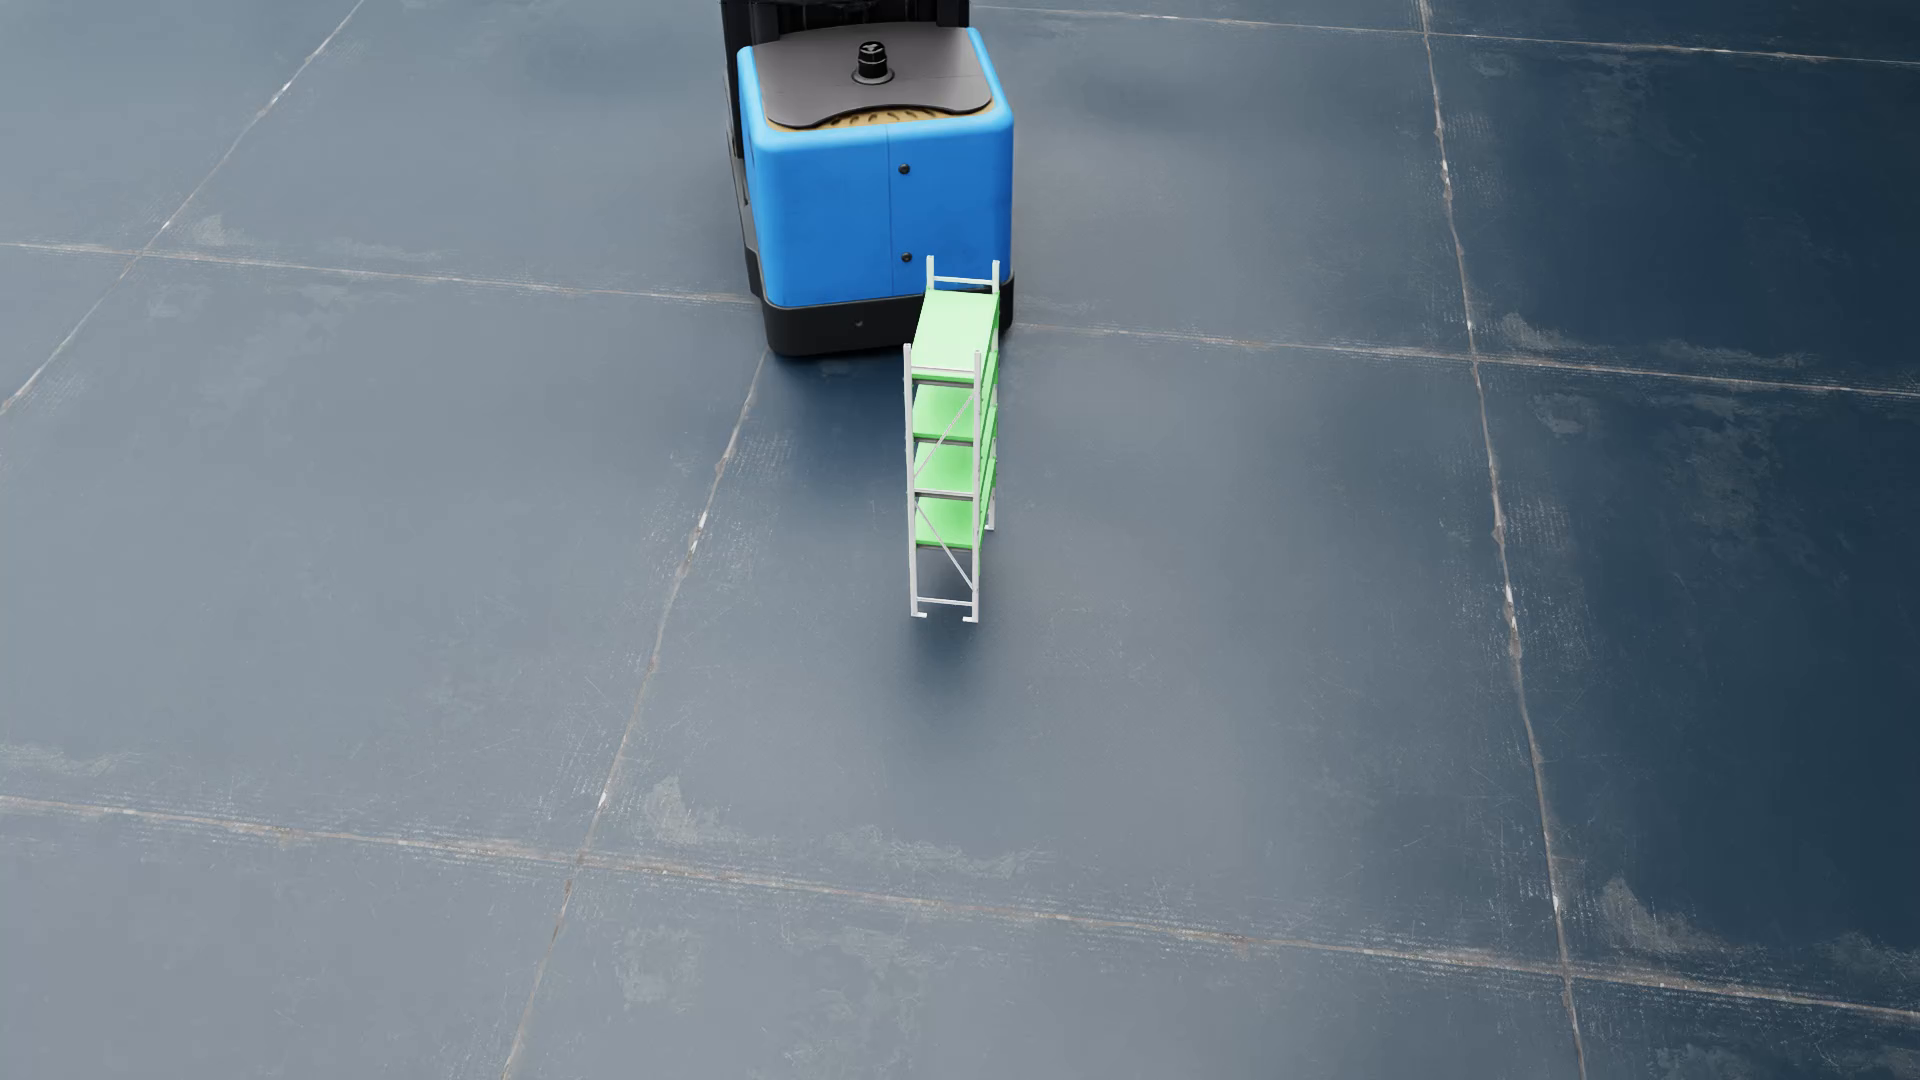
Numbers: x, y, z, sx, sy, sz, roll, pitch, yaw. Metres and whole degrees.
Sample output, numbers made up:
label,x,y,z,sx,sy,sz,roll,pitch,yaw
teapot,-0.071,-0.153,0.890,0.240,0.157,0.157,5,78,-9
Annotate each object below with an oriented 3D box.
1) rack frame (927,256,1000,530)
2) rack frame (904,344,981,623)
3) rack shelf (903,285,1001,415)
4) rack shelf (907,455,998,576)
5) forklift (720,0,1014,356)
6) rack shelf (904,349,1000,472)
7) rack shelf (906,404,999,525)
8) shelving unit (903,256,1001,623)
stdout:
label,x,y,z,sx,sy,sz,roll,pitch,yaw
rack frame,0.010,-0.489,5.894,0.240,1.200,0.015,5,44,6
rack frame,-0.054,-0.157,5.543,0.240,1.200,0.015,5,44,6
rack shelf,-0.022,-0.625,5.432,0.258,0.148,0.480,5,44,6
rack shelf,-0.022,-0.102,5.927,0.258,0.148,0.480,5,44,6
forklift,-0.546,-2.857,7.136,1.130,2.935,3.031,-7,44,-8
rack shelf,-0.022,-0.451,5.597,0.258,0.148,0.480,5,44,6
rack shelf,-0.022,-0.276,5.762,0.258,0.148,0.480,5,44,6
shelving unit,-0.022,-0.323,5.718,0.258,1.200,0.503,5,44,6
